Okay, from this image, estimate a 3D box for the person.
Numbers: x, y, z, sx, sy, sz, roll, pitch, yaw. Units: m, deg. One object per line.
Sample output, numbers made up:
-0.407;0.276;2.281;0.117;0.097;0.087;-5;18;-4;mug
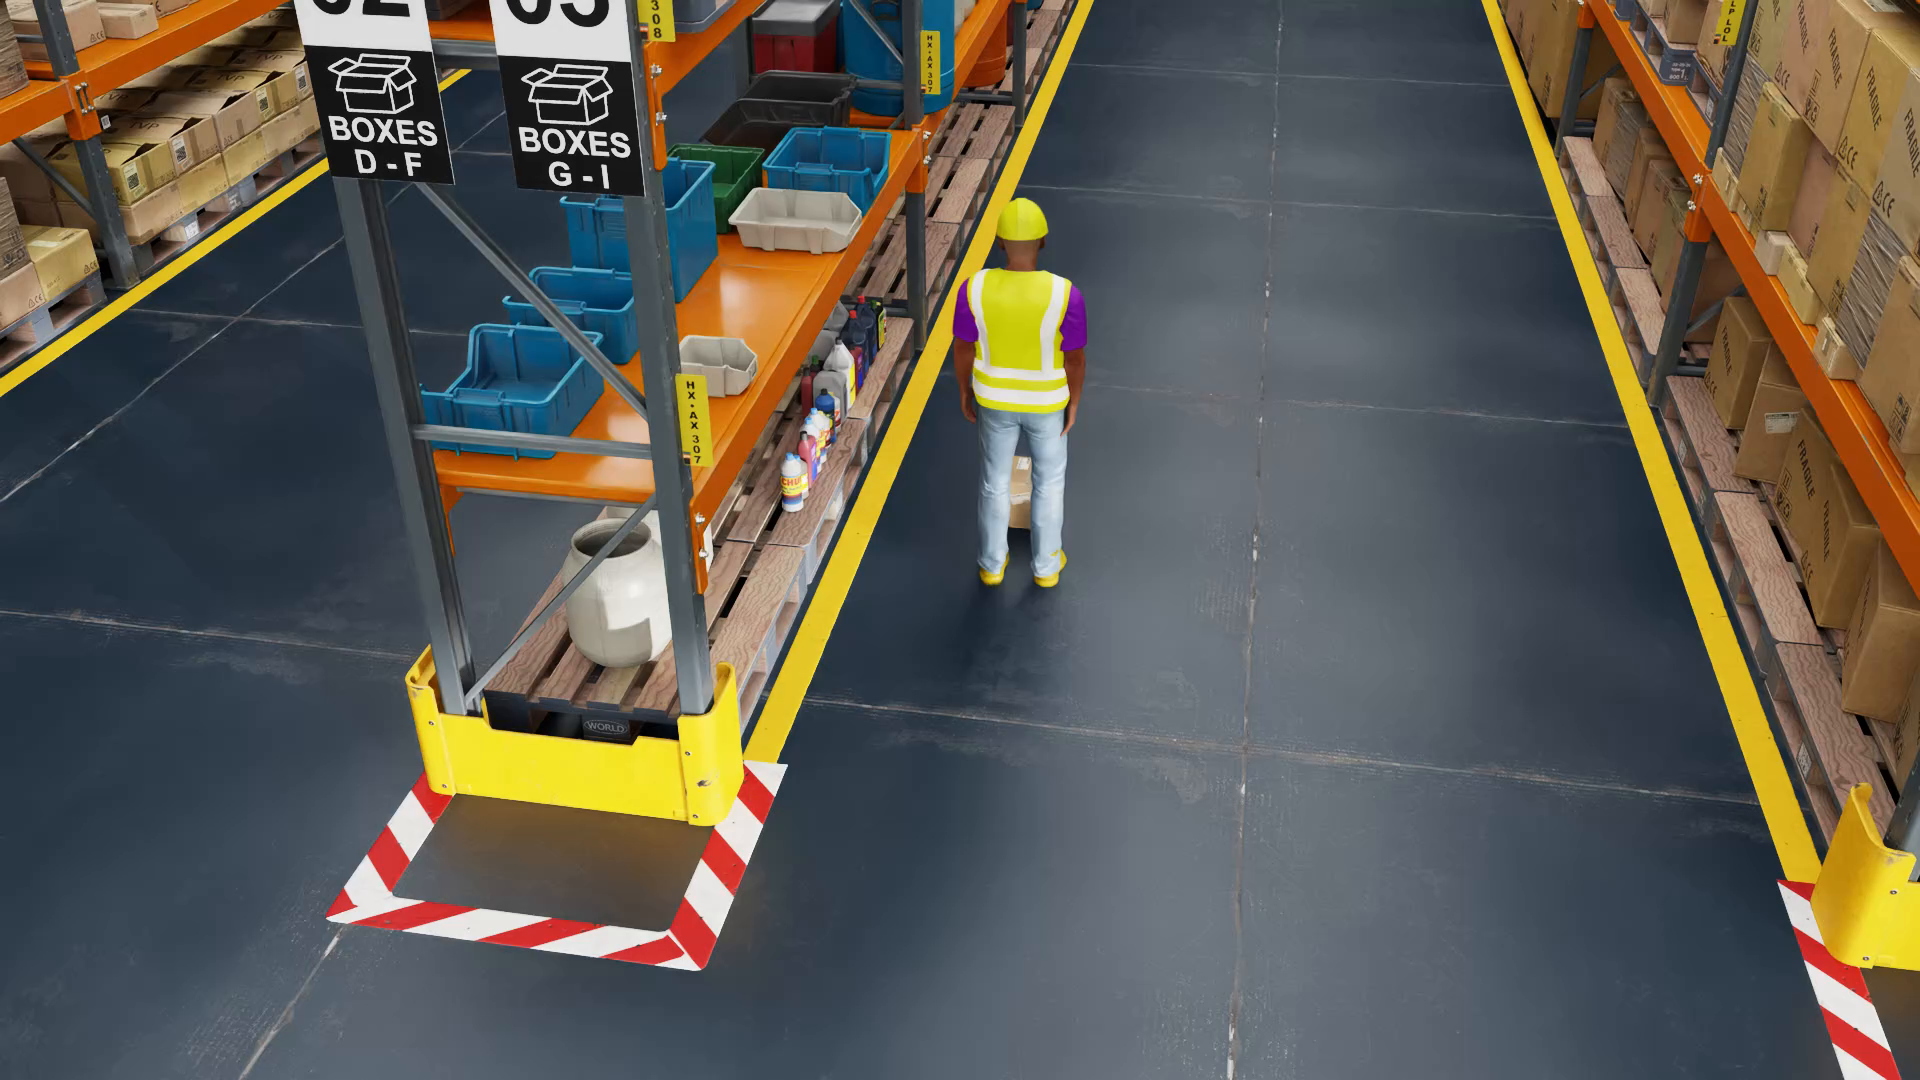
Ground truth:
0.253;-0.608;7.086;0.565;1.759;0.366;6;33;9;person
